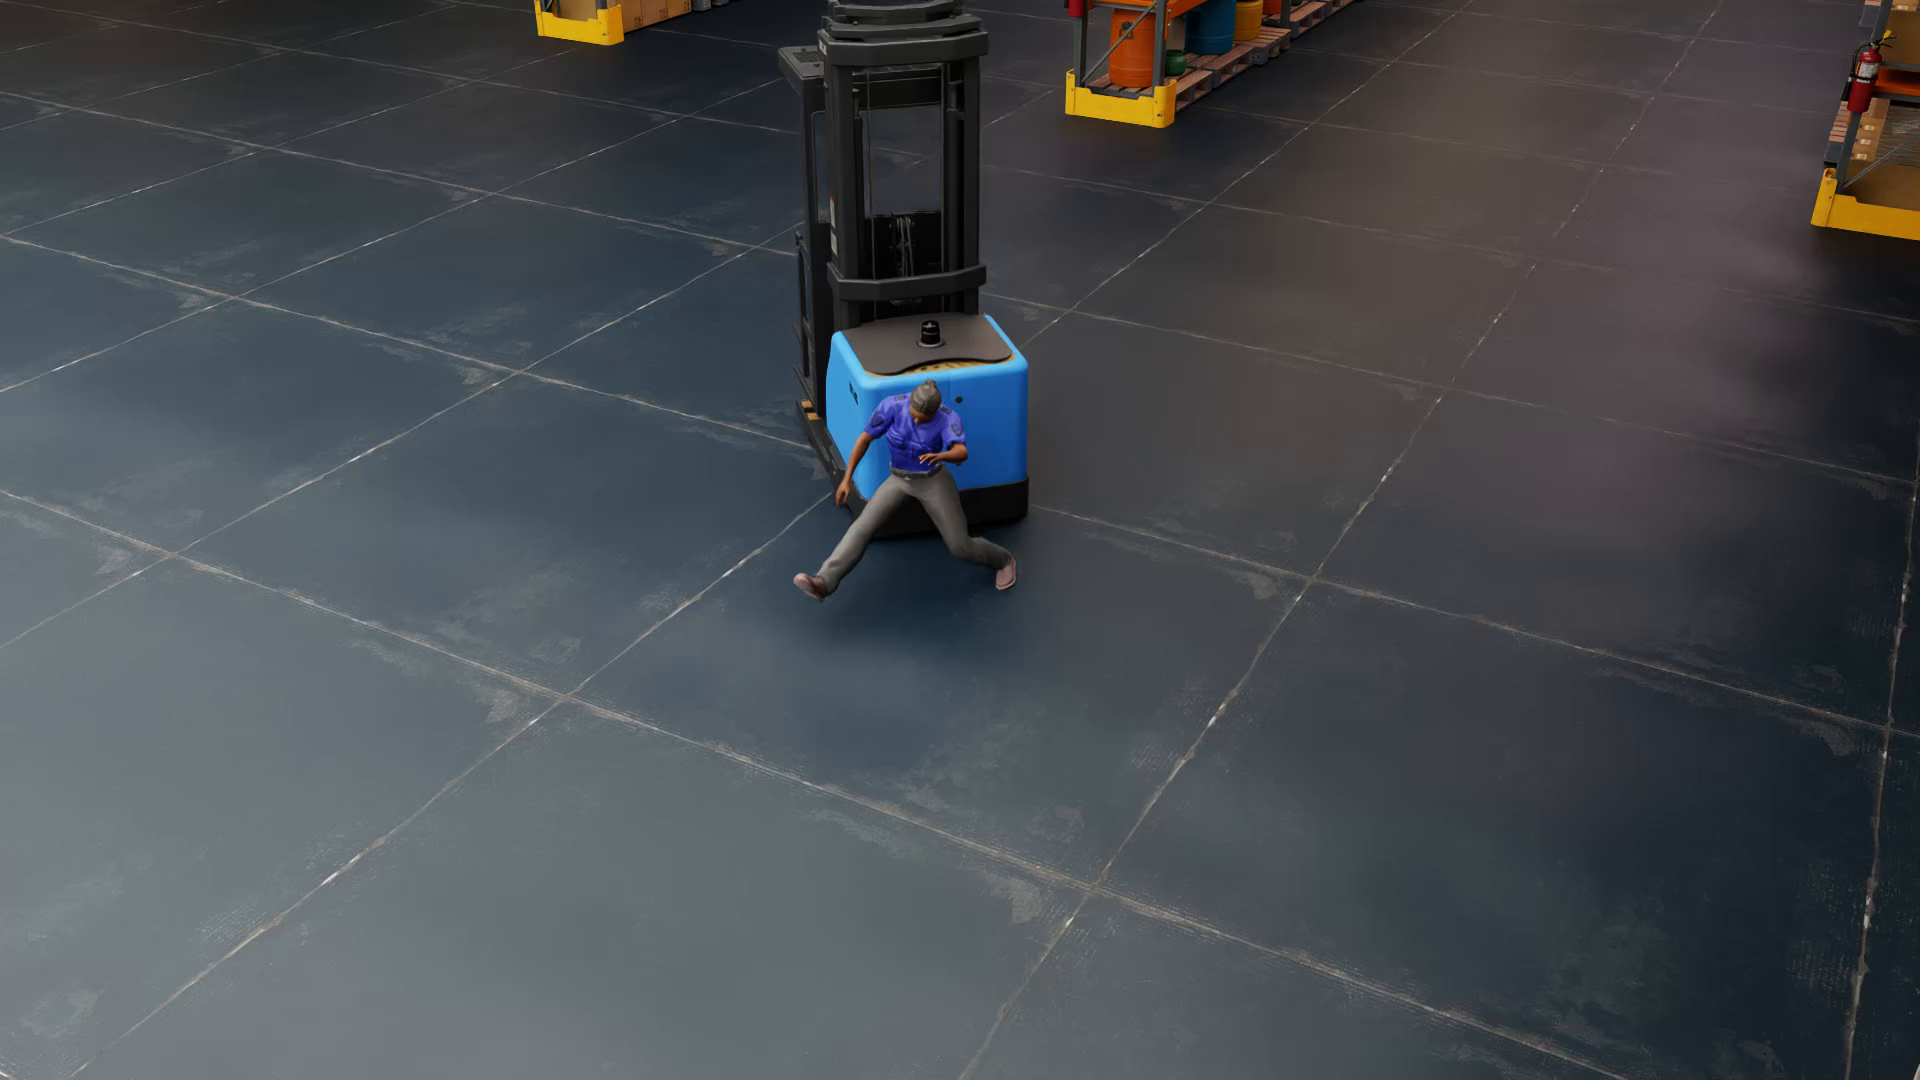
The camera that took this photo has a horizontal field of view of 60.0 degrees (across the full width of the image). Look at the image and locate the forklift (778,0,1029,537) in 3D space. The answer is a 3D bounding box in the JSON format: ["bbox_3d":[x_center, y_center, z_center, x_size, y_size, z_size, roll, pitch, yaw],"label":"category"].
[{"bbox_3d":[-0.487,-2.010,10.554,1.130,2.935,3.031,-8,31,-14],"label":"forklift"}]

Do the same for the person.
[{"bbox_3d":[-0.264,-0.211,9.092,0.972,1.317,1.126,11,32,18],"label":"person"}]
